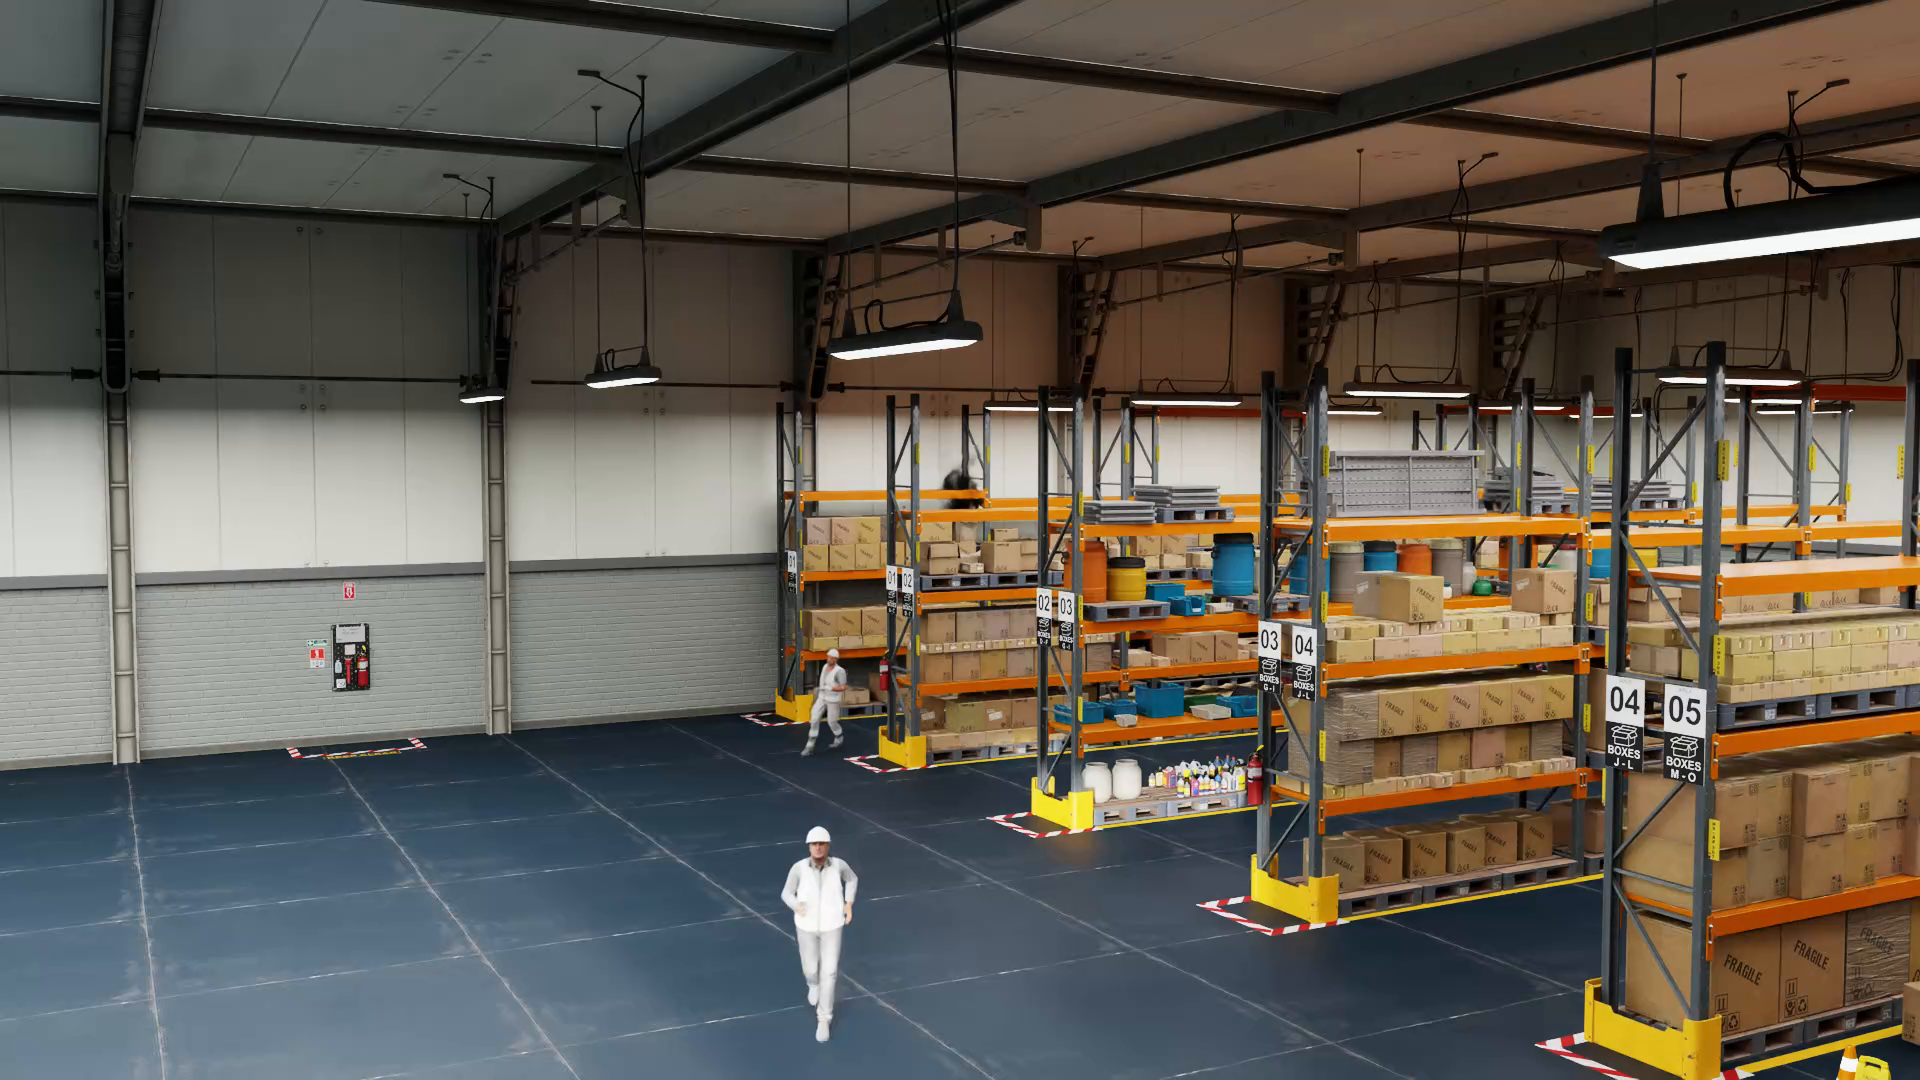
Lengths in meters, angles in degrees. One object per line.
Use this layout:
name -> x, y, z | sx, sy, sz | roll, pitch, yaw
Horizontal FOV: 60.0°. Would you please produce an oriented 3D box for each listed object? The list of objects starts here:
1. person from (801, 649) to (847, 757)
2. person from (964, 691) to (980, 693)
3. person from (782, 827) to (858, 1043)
person -> -2.157, 2.700, 27.820 | 0.677, 1.784, 0.904 | 2, 4, 33
person -> 0.314, 2.621, 29.541 | 0.768, 1.743, 0.697 | -2, 4, -37
person -> -1.247, 3.438, 14.805 | 0.676, 1.793, 0.935 | 0, 3, -3
